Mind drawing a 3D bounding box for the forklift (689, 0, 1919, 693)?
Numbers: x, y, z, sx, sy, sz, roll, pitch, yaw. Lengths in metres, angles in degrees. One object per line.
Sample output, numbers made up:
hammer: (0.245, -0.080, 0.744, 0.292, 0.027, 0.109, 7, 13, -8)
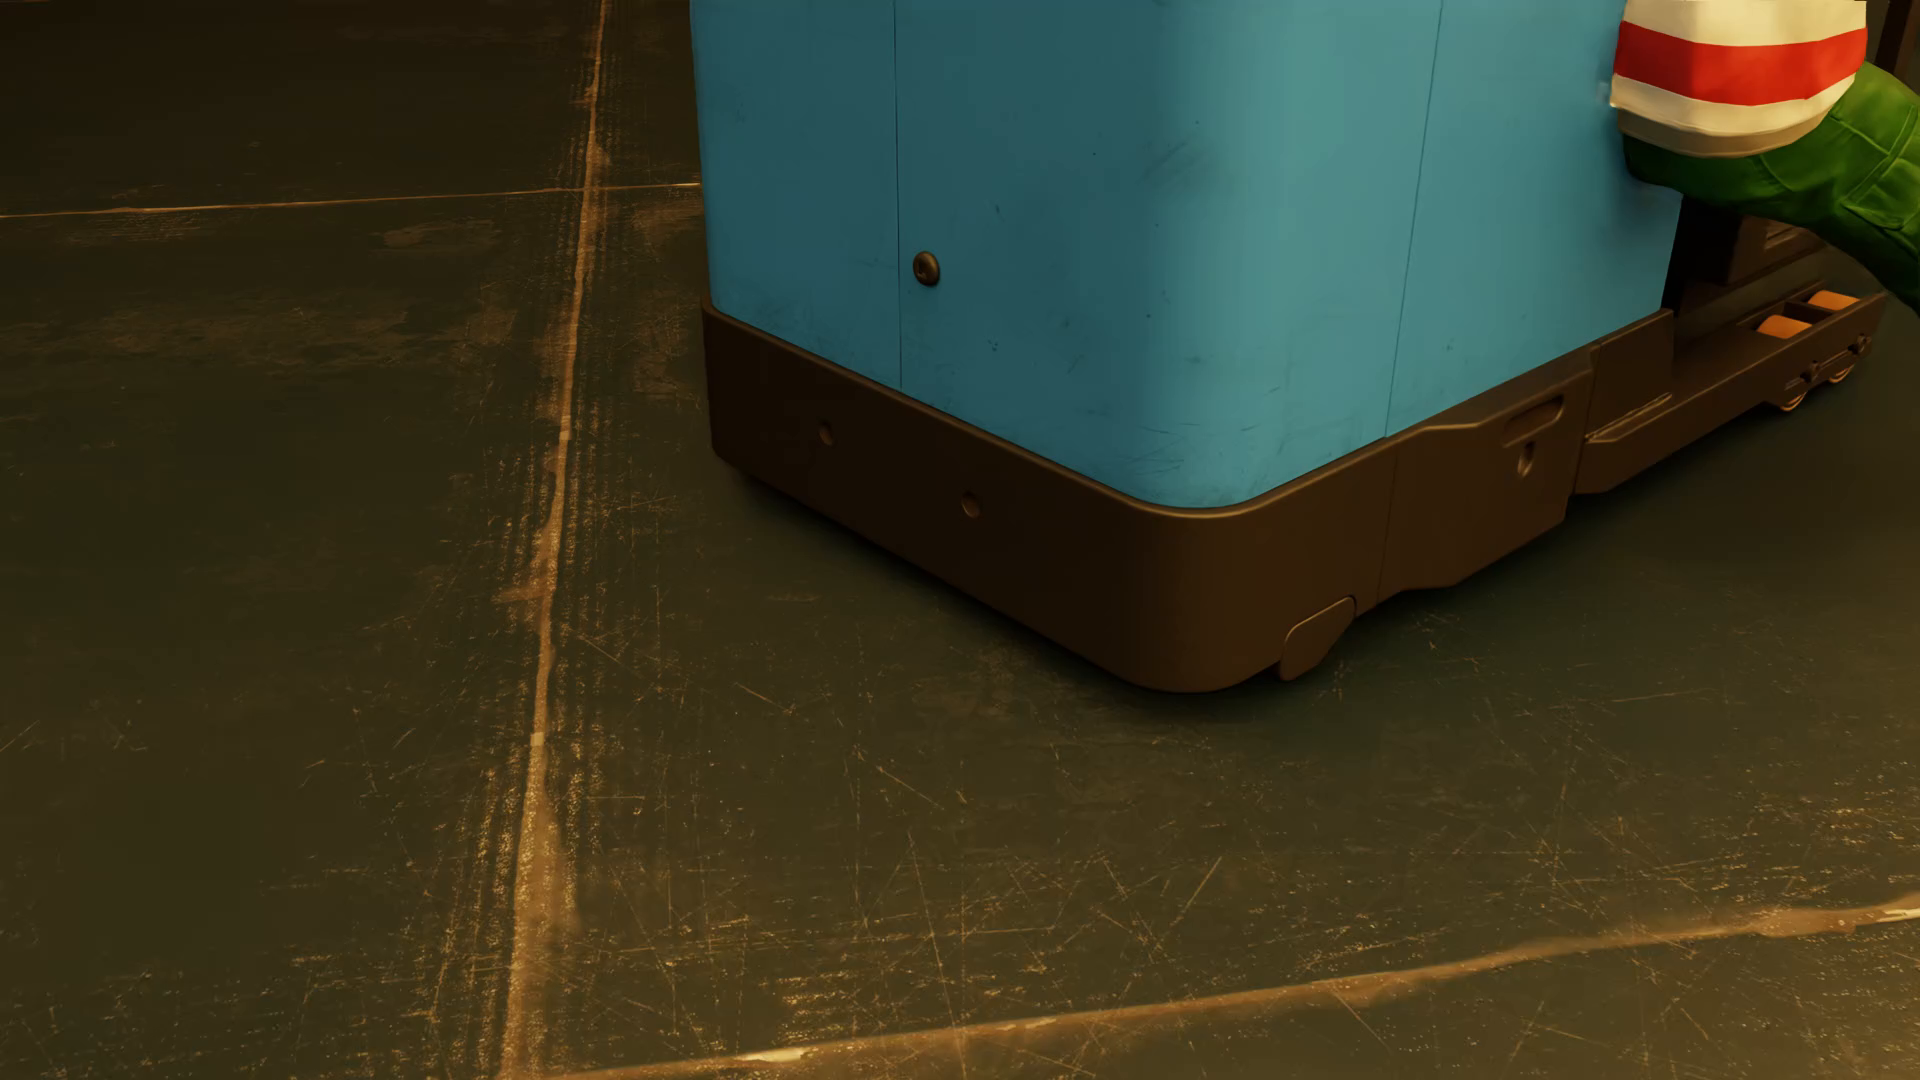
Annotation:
forklift: (1.040, -1.683, 2.544, 3.031, 2.935, 1.130, -23, 35, -36)

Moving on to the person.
person: (1.205, -0.827, 2.370, 1.172, 1.354, 1.036, -13, 31, -24)
